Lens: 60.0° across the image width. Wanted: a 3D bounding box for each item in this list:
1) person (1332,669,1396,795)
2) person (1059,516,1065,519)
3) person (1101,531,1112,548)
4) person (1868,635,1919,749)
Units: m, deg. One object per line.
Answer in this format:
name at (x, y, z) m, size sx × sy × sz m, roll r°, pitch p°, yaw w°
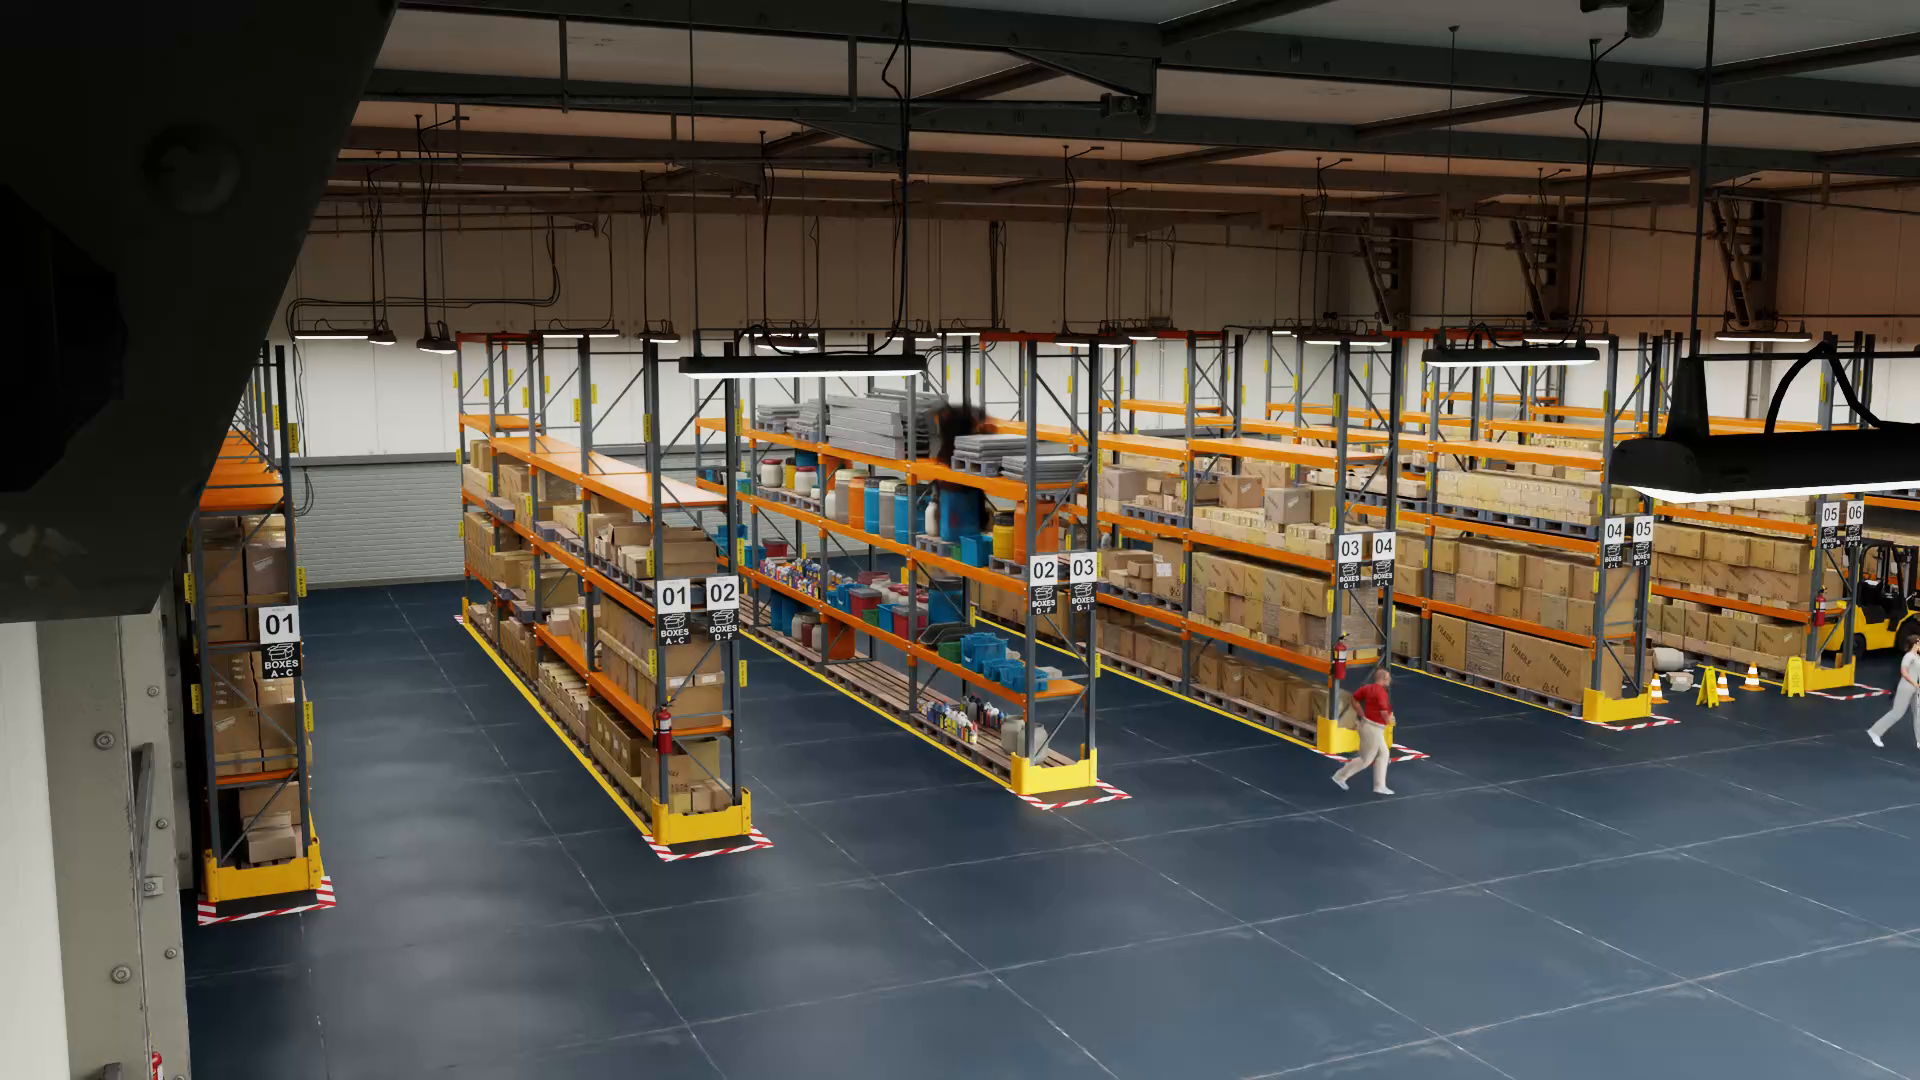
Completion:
person at (5.351, 2.546, 21.917) m, size 0.842 × 1.707 × 0.630 m, roll 0°, pitch 8°, yaw -2°
person at (2.359, 0.112, 40.724) m, size 0.596 × 1.486 × 0.841 m, roll -2°, pitch 8°, yaw -17°
person at (3.740, -0.192, 41.708) m, size 0.841 × 1.798 × 0.673 m, roll -2°, pitch 8°, yaw -14°
person at (13.900, 2.203, 24.326) m, size 0.949 × 1.646 × 0.613 m, roll 7°, pitch 10°, yaw 41°
